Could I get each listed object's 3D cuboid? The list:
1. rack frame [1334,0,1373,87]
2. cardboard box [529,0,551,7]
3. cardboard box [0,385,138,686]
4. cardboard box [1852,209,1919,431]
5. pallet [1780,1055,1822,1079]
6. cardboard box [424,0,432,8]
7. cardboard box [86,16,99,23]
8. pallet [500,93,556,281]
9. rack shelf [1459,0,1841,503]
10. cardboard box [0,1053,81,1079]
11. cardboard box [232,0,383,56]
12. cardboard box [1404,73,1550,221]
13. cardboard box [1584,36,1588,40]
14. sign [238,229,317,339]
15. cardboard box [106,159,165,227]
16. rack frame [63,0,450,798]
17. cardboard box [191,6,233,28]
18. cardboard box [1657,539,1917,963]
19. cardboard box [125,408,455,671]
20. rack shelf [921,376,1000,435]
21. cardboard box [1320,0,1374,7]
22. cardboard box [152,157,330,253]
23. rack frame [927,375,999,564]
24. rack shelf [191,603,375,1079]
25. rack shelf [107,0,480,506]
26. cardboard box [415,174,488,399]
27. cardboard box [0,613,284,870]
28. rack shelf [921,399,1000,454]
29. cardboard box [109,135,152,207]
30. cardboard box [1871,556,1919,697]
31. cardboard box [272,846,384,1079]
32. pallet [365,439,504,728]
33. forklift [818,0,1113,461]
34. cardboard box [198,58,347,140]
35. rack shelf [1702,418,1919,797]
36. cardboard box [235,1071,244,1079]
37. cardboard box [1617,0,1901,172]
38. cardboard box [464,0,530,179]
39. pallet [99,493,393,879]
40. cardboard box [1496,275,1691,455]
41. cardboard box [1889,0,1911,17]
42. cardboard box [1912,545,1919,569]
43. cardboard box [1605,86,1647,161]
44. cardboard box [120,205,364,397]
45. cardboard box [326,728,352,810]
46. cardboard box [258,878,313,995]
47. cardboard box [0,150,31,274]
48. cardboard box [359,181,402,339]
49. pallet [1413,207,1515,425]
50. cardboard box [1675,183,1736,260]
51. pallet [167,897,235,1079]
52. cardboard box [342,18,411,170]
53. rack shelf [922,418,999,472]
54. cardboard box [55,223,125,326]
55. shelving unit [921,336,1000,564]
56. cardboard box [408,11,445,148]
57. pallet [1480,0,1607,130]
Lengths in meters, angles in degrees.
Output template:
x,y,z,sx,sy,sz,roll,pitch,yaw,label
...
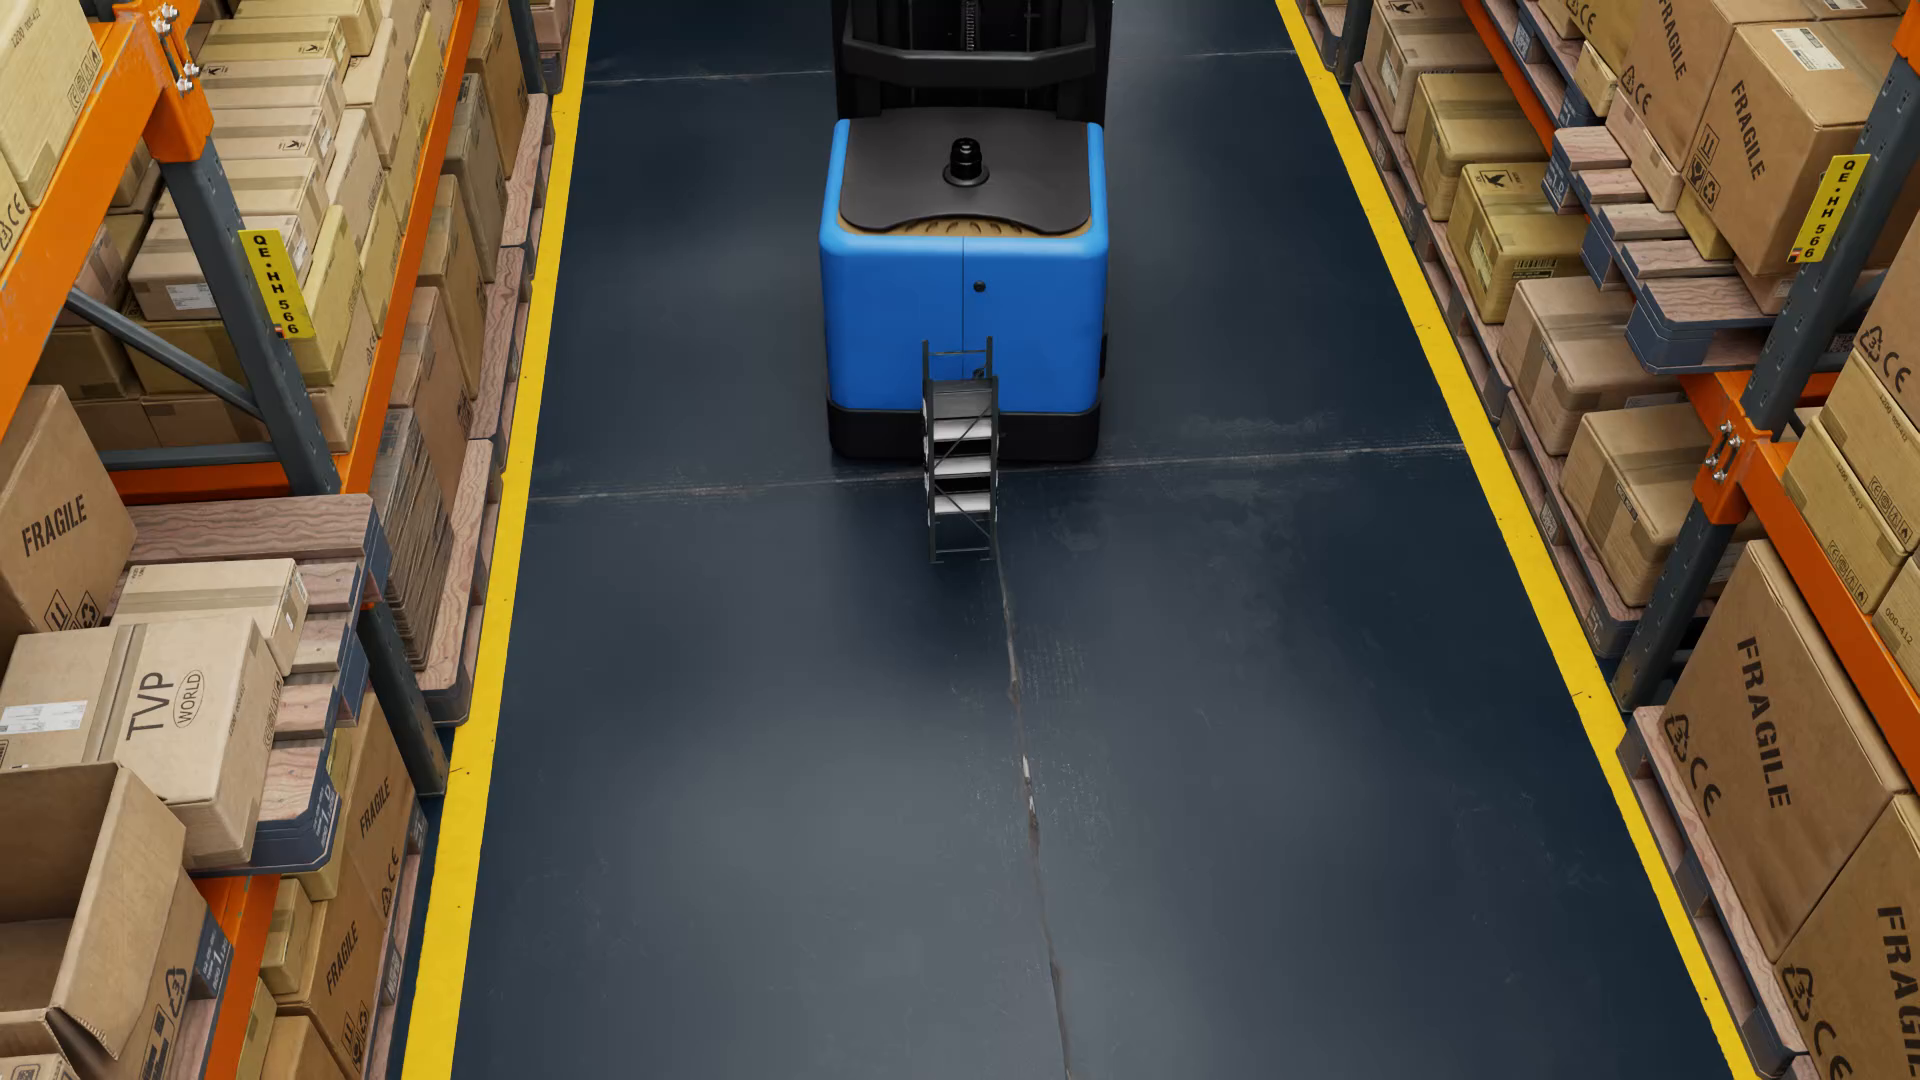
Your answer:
x,y,z,sx,sy,sz,roll,pitch,yaw,label
2.419,-3.404,7.408,1.000,3.000,0.127,-3,47,-3,rack frame
-2.260,-2.839,8.133,0.500,0.250,0.500,-4,47,-3,cardboard box
-2.305,-0.002,3.828,0.500,0.500,0.500,-2,47,-1,cardboard box
2.551,-0.516,3.915,0.500,0.500,0.500,-5,47,-5,cardboard box
2.843,1.905,4.301,1.003,0.211,1.213,-3,47,-3,pallet
-2.144,-2.138,5.968,0.500,0.250,0.500,-3,47,-3,cardboard box
-2.654,-1.602,5.186,0.380,0.149,0.250,-4,47,-4,cardboard box
-2.427,-1.610,7.629,1.003,0.211,1.213,-3,47,-3,pallet
2.586,-1.709,6.298,1.077,0.370,4.000,-3,47,-3,rack shelf
-1.784,1.204,2.686,0.700,0.500,0.500,-4,47,-3,cardboard box
-2.044,-1.645,5.226,0.380,0.149,0.250,-3,47,-2,cardboard box
2.529,-1.745,7.358,0.950,0.372,0.625,-1,47,-1,cardboard box
2.386,-1.730,5.706,0.380,0.149,0.250,-3,47,-3,cardboard box
-1.652,-0.616,4.025,0.100,0.325,0.005,-3,47,-3,sign
-2.552,-1.004,4.894,0.500,0.250,0.500,-3,47,-3,cardboard box
-2.192,-0.205,4.379,1.000,3.000,0.127,-3,47,-3,rack frame
-2.625,-1.731,5.582,0.500,0.250,0.500,-4,47,-4,cardboard box
2.729,0.581,4.808,0.875,0.875,0.875,-4,47,-4,cardboard box
-2.231,0.015,5.516,0.875,0.625,0.625,-2,47,-2,cardboard box
0.001,-0.466,5.746,0.258,0.077,0.200,-3,47,-3,rack shelf
2.101,-3.014,8.643,0.500,0.250,0.500,-2,47,-1,cardboard box
-1.949,-0.904,4.525,0.380,0.149,0.250,-3,47,-2,cardboard box
0.009,-0.230,5.848,0.240,0.900,0.006,-3,47,-3,rack frame
-2.025,1.489,3.269,1.077,0.370,4.000,-3,47,-3,rack shelf
-2.360,-1.405,6.010,1.077,0.370,4.000,-3,47,-3,rack shelf
-2.350,-0.945,6.425,0.875,0.625,0.625,-5,47,-5,cardboard box
-1.782,0.445,3.576,0.500,0.250,0.500,-5,47,-5,cardboard box
0.001,-0.404,5.811,0.258,0.077,0.200,-3,47,-3,rack shelf
-2.516,-1.059,4.672,0.380,0.149,0.250,-4,47,-3,cardboard box
2.604,0.282,4.021,0.500,0.250,0.500,-5,47,-4,cardboard box
-1.911,1.165,4.513,0.500,0.500,0.500,-4,47,-4,cardboard box
-2.222,0.155,5.957,1.003,0.211,1.213,-3,47,-3,pallet
0.052,-2.371,6.477,1.130,2.935,3.031,1,47,1,forklift
-2.031,-1.277,4.878,0.380,0.149,0.250,-3,47,-3,cardboard box
2.921,1.185,3.558,1.077,0.370,4.000,-3,47,-3,rack shelf
-1.869,1.392,3.852,0.380,0.149,0.250,-4,47,-4,cardboard box
2.384,-1.476,5.019,0.500,0.500,0.500,-4,47,-4,cardboard box
-2.472,-2.050,7.472,0.875,0.625,0.625,-2,47,-2,cardboard box
-2.066,0.347,3.988,1.213,0.211,1.003,-3,47,-3,pallet
2.646,-0.693,6.361,0.950,0.372,0.625,-4,47,-4,cardboard box
2.896,-1.507,5.048,0.500,0.500,0.500,-1,47,-1,cardboard box
2.592,0.126,3.824,0.500,0.250,0.500,-2,47,-2,cardboard box
2.318,-1.342,5.339,0.380,0.149,0.250,-5,47,-5,cardboard box
-1.961,-0.663,4.571,0.500,0.250,0.500,-4,47,-3,cardboard box
-1.899,0.629,4.574,0.380,0.149,0.250,-6,47,-5,cardboard box
-1.867,1.017,4.206,0.380,0.149,0.250,-5,47,-5,cardboard box
-1.865,-0.465,2.662,0.500,0.250,0.500,-3,47,-3,cardboard box
-2.023,-0.854,5.096,0.500,0.250,0.500,-4,47,-4,cardboard box
2.591,-0.997,7.049,1.003,0.211,1.213,-3,47,-3,pallet
2.397,-0.980,4.996,0.380,0.149,0.250,-3,47,-3,cardboard box
-2.025,1.267,3.116,1.003,0.211,1.213,-3,47,-3,pallet
-2.053,-1.404,5.272,0.500,0.250,0.500,-5,47,-4,cardboard box
0.001,-0.343,5.877,0.258,0.077,0.200,-3,47,-3,rack shelf
-2.421,-0.686,4.318,0.380,0.149,0.250,-2,47,-2,cardboard box
0.001,-0.304,5.918,0.258,0.900,0.210,-3,47,-3,shelving unit
-2.115,-1.602,5.804,0.500,0.250,0.500,-2,47,-2,cardboard box
2.547,-1.874,6.091,1.003,0.211,1.213,-3,47,-3,pallet
